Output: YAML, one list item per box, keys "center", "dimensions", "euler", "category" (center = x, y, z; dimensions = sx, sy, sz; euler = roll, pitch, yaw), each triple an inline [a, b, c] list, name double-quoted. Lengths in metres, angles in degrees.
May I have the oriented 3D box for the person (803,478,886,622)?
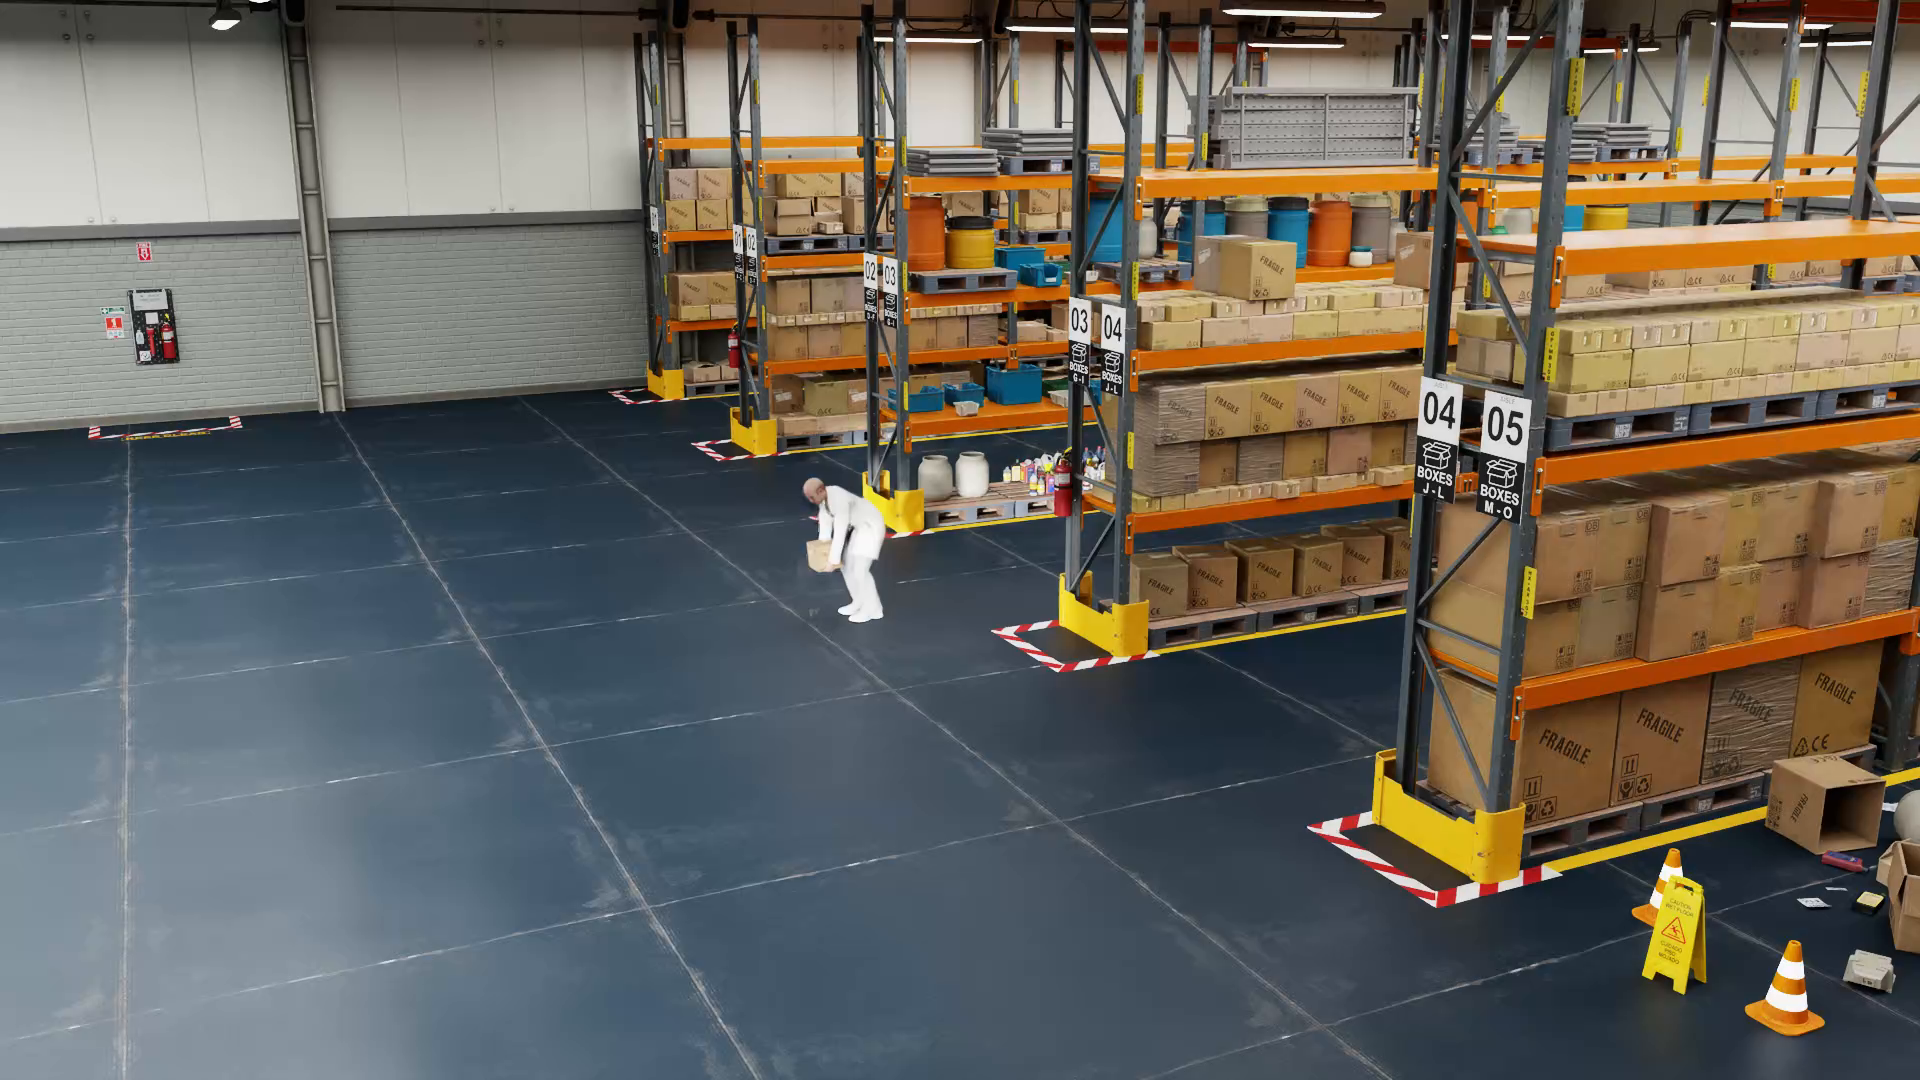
- center: [-1.134, 0.072, 16.253]
  dimensions: [0.835, 1.464, 0.558]
  euler: [-8, 17, -27]
  category: "person"
